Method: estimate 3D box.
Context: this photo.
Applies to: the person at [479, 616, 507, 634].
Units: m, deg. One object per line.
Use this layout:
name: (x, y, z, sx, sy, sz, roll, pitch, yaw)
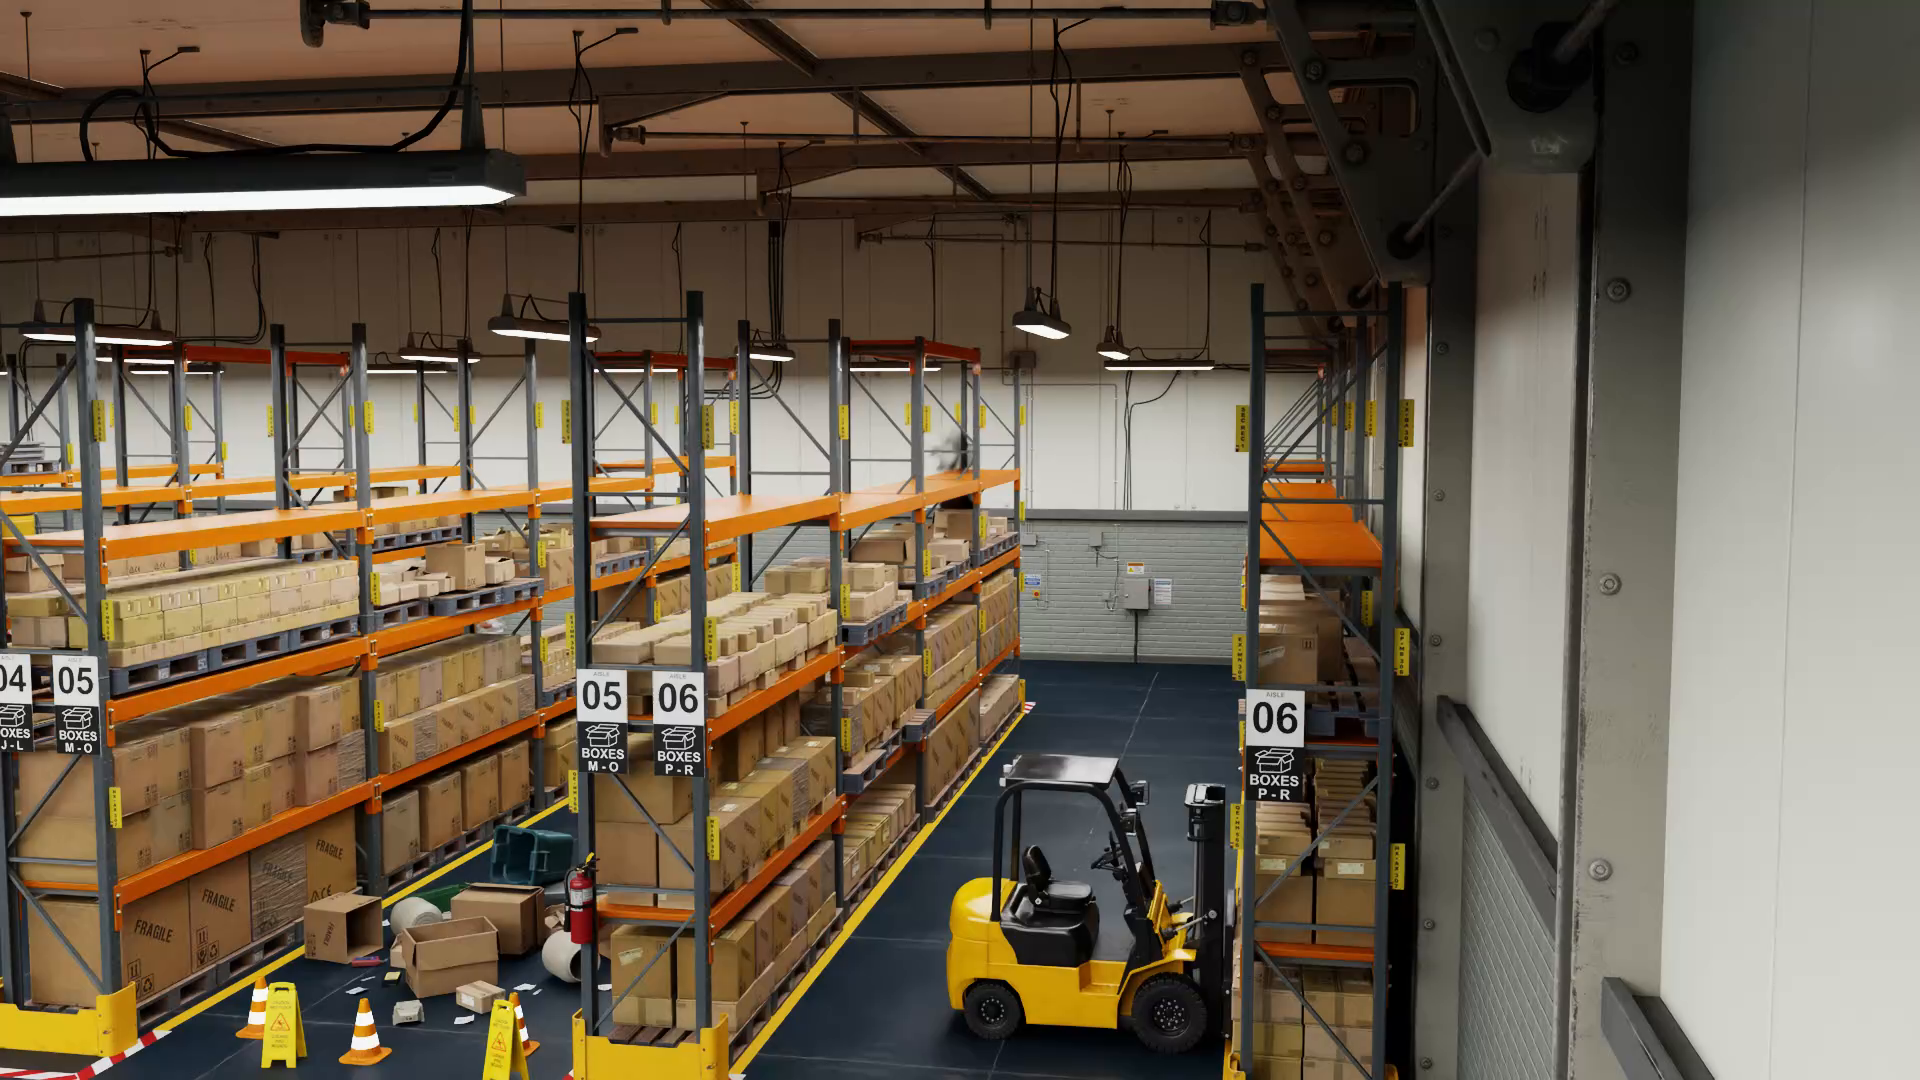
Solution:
person: (-8.836, 1.802, 31.351, 0.804, 1.736, 0.692, 1, 5, 14)
